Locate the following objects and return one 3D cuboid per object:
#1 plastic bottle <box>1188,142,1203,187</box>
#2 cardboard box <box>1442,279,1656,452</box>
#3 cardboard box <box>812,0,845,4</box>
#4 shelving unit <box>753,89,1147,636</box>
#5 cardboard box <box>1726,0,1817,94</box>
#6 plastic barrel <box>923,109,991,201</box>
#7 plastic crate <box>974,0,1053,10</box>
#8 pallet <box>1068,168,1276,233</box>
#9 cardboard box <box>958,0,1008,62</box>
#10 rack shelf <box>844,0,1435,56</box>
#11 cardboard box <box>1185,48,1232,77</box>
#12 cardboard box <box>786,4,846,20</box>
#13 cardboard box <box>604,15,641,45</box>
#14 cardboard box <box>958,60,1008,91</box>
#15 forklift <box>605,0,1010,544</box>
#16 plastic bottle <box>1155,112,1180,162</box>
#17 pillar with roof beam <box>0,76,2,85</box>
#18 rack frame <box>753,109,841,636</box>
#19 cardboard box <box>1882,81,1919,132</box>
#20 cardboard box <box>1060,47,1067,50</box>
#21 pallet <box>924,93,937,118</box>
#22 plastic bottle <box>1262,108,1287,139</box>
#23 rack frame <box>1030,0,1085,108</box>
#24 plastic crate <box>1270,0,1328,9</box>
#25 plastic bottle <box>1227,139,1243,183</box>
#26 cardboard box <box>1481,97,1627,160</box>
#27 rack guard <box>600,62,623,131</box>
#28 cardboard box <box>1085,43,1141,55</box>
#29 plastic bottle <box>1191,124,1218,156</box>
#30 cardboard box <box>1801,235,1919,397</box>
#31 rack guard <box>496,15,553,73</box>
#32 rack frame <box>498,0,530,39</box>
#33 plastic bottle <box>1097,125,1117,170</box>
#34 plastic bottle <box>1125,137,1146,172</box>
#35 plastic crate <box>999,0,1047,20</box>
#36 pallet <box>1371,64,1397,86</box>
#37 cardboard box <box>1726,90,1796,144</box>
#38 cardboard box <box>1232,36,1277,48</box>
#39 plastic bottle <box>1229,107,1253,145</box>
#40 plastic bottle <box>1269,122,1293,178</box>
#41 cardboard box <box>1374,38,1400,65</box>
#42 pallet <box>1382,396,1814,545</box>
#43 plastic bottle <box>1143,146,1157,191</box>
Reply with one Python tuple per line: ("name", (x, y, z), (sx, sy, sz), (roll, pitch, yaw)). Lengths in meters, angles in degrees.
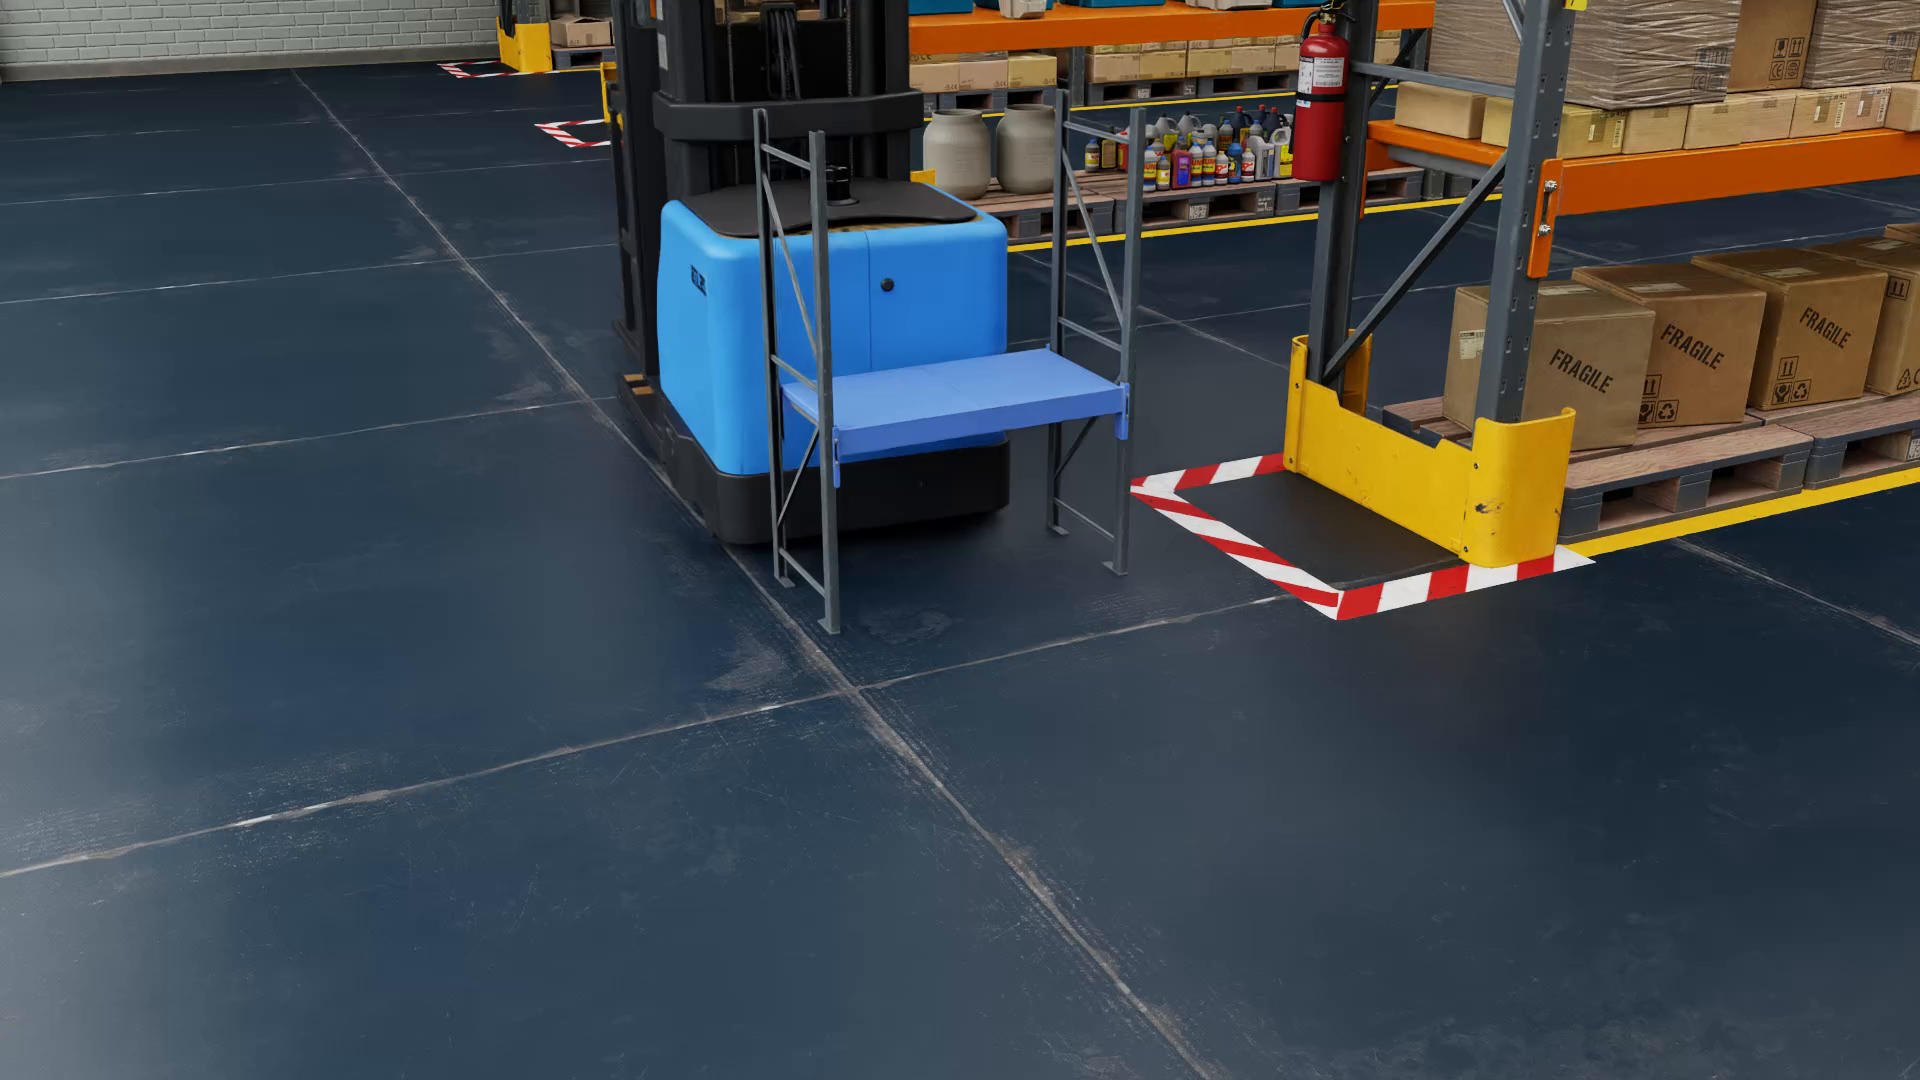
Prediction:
("plastic bottle", (1.500, -2.401, 10.620), (0.097, 0.271, 0.097), (0, 22, 0))
("cardboard box", (2.140, -0.638, 6.089), (0.500, 0.500, 0.500), (-6, 23, -14))
("cardboard box", (-1.023, -4.631, 15.081), (0.500, 0.500, 0.500), (-10, 25, -24))
("shelving unit", (-0.030, -0.575, 5.178), (1.048, 1.500, 0.538), (-11, 25, -24))
("cardboard box", (2.476, -1.891, 5.876), (0.500, 0.500, 0.875), (-10, 25, -24))
("plastic barrel", (-0.018, -2.388, 10.301), (0.421, 0.512, 0.421), (0, 22, 0))
("plastic crate", (0.331, -3.431, 10.312), (0.408, 0.251, 0.499), (-10, 25, -24))
("pallet", (1.302, -2.282, 10.988), (1.213, 0.211, 1.003), (-10, 25, -24))
("cardboard box", (0.103, -4.618, 15.050), (0.500, 0.500, 0.500), (-10, 25, -24))
("rack shelf", (1.224, -3.207, 10.517), (4.000, 0.370, 1.077), (-10, 25, -24))
("cardboard box", (2.279, -4.656, 16.121), (0.500, 0.250, 0.500), (-11, 25, -25))
("cardboard box", (-1.249, -4.369, 14.449), (0.500, 0.500, 0.500), (-10, 25, -24))
("cardboard box", (-3.699, -5.762, 18.687), (0.500, 0.311, 0.500), (-8, 24, -19))
("cardboard box", (0.103, -4.271, 15.192), (0.500, 0.250, 0.500), (-10, 25, -24))
("forklift", (-0.818, -1.874, 6.444), (1.130, 2.935, 3.031), (-8, 24, -19))
("plastic bottle", (1.398, -2.727, 11.305), (0.185, 0.351, 0.144), (-9, 24, -21))
("pillar with roof beam", (-8.158, -7.330, 11.691), (0.400, 9.000, 9.100), (-10, 25, -24))
("rack frame", (-0.487, -0.490, 4.972), (0.032, 1.500, 0.500), (-11, 25, -24))
("cardboard box", (3.324, -1.566, 5.939), (0.250, 0.149, 0.380), (-10, 25, -24))
("cardboard box", (1.122, -4.928, 16.046), (0.500, 0.311, 0.500), (-10, 25, -24))
("pallet", (-0.954, -3.970, 15.064), (1.213, 0.211, 1.003), (-10, 25, -24))
("plastic bottle", (2.181, -2.810, 11.506), (0.185, 0.351, 0.144), (-10, 25, -24))
("rack frame", (0.881, -5.579, 15.307), (0.127, 3.000, 1.000), (-10, 25, -24))
("plastic crate", (2.147, -3.526, 10.540), (0.616, 0.251, 0.499), (-10, 25, -24))
("plastic bottle", (1.772, -2.451, 10.742), (0.097, 0.271, 0.097), (0, 22, 0))
("cardboard box", (1.930, -1.350, 5.418), (0.250, 0.149, 0.380), (-10, 25, -24))
("rack guard", (-2.745, -3.757, 14.172), (0.348, 0.500, 1.175), (-10, 25, -24))
("cardboard box", (1.362, -4.745, 15.603), (0.500, 0.311, 0.500), (-10, 25, -23))
("plastic bottle", (1.653, -2.677, 11.281), (0.135, 0.276, 0.152), (-10, 25, -24))
("cardboard box", (3.758, -0.924, 6.778), (0.500, 0.500, 0.500), (-13, 26, -28))
("rack guard", (-4.806, -5.480, 18.335), (0.348, 0.500, 1.175), (-10, 25, -24))
("rack frame", (-4.875, -6.622, 17.826), (0.127, 3.000, 1.000), (-10, 25, -24))
("plastic bottle", (0.984, -2.638, 11.177), (0.133, 0.283, 0.061), (-10, 24, -22))
("plastic bottle", (1.172, -2.608, 11.104), (0.133, 0.283, 0.061), (-10, 25, -24))
("plastic crate", (0.368, -3.124, 9.719), (0.250, 0.136, 0.298), (-10, 25, -24))
("pallet", (3.727, -4.831, 17.145), (1.213, 0.211, 1.003), (-10, 25, -24))
("cardboard box", (2.612, -1.470, 5.708), (0.250, 0.149, 0.380), (-10, 25, -24))
("cardboard box", (2.746, -5.000, 16.220), (0.500, 0.311, 0.500), (-10, 24, -22))
("plastic bottle", (1.949, -2.829, 11.550), (0.185, 0.351, 0.144), (-12, 25, -26))
("plastic bottle", (2.107, -2.559, 10.899), (0.185, 0.351, 0.144), (-11, 25, -24))
("cardboard box", (4.117, -4.995, 16.941), (0.500, 0.250, 0.500), (-10, 24, -22))
("pallet", (2.386, -0.348, 6.315), (1.213, 0.211, 1.003), (-10, 25, -24))
("plastic bottle", (1.191, -2.344, 10.483), (0.097, 0.271, 0.097), (0, 22, 0))
